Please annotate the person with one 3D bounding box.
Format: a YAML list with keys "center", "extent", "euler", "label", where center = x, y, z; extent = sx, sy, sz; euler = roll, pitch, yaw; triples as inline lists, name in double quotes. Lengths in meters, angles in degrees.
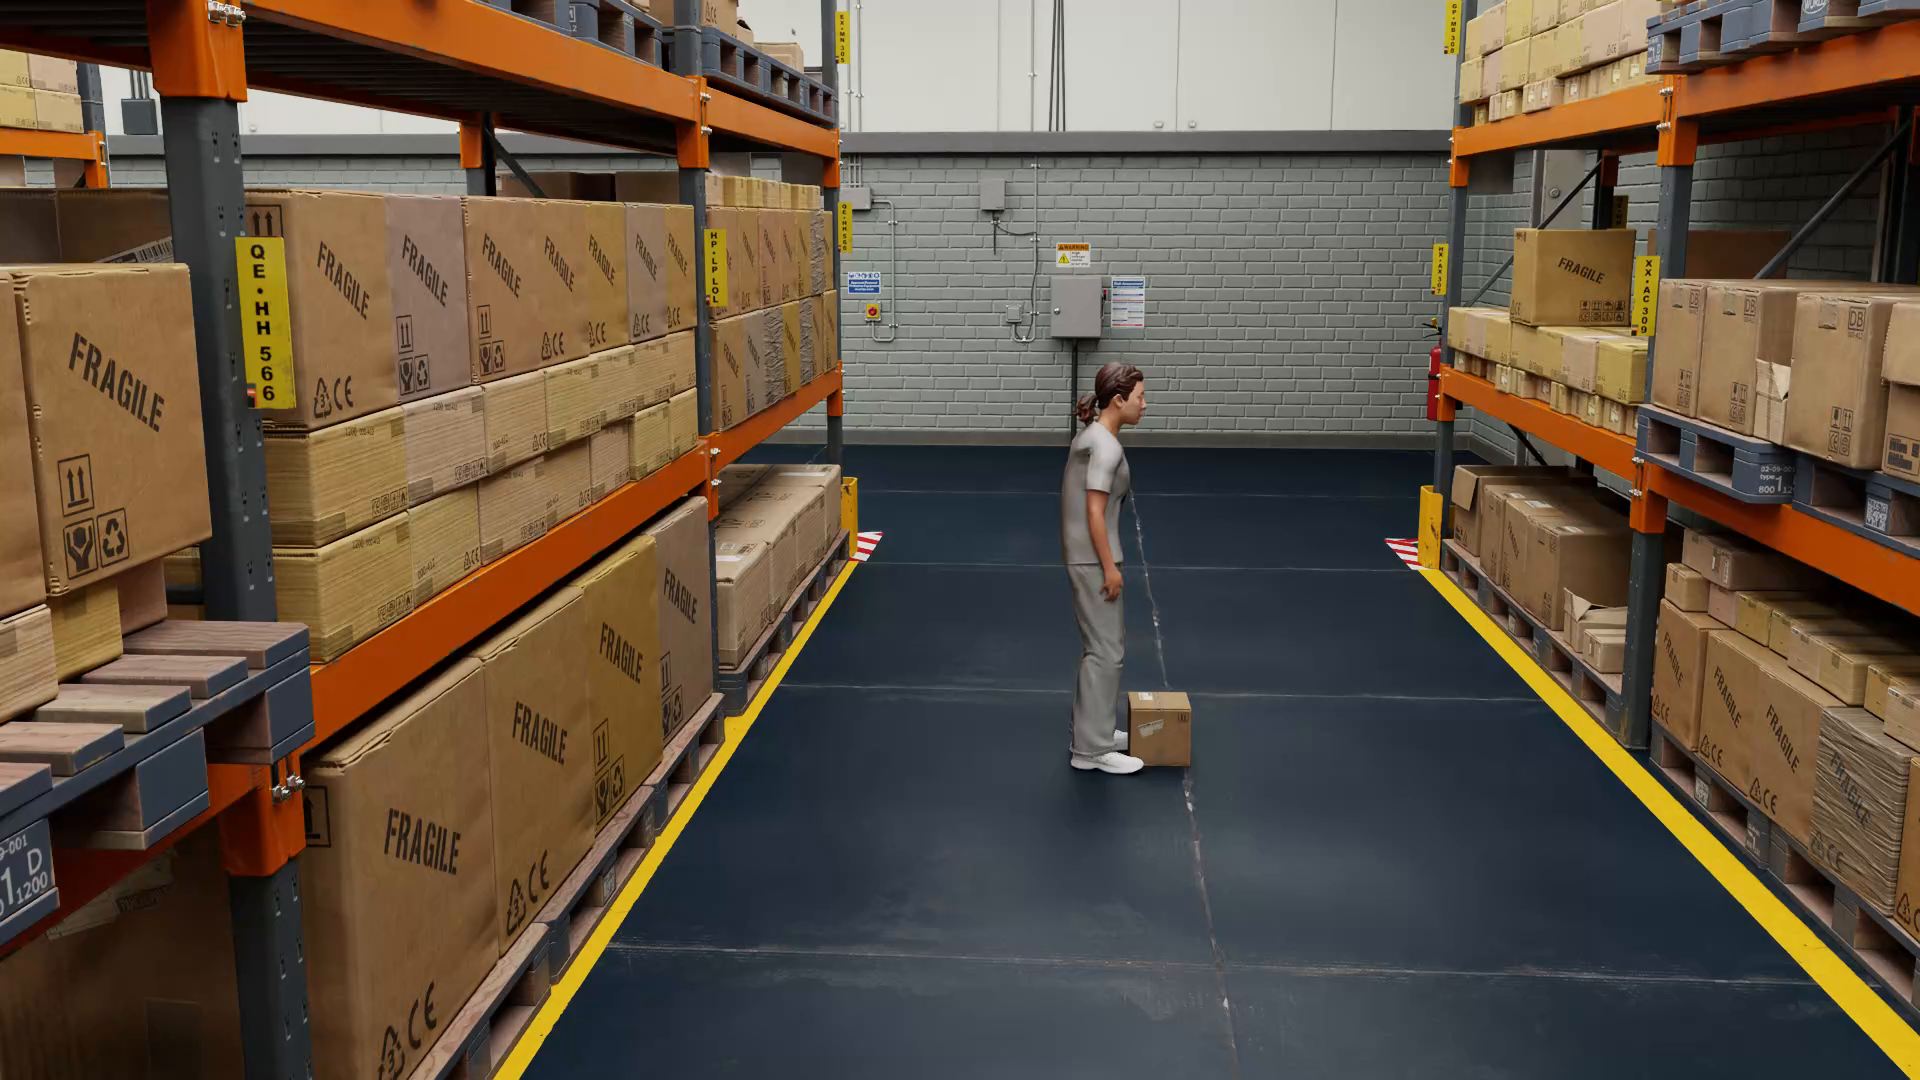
- center: [0.595, 0.099, 6.913]
  extent: [0.355, 1.673, 0.491]
  euler: [1, 11, 3]
  label: "person"
